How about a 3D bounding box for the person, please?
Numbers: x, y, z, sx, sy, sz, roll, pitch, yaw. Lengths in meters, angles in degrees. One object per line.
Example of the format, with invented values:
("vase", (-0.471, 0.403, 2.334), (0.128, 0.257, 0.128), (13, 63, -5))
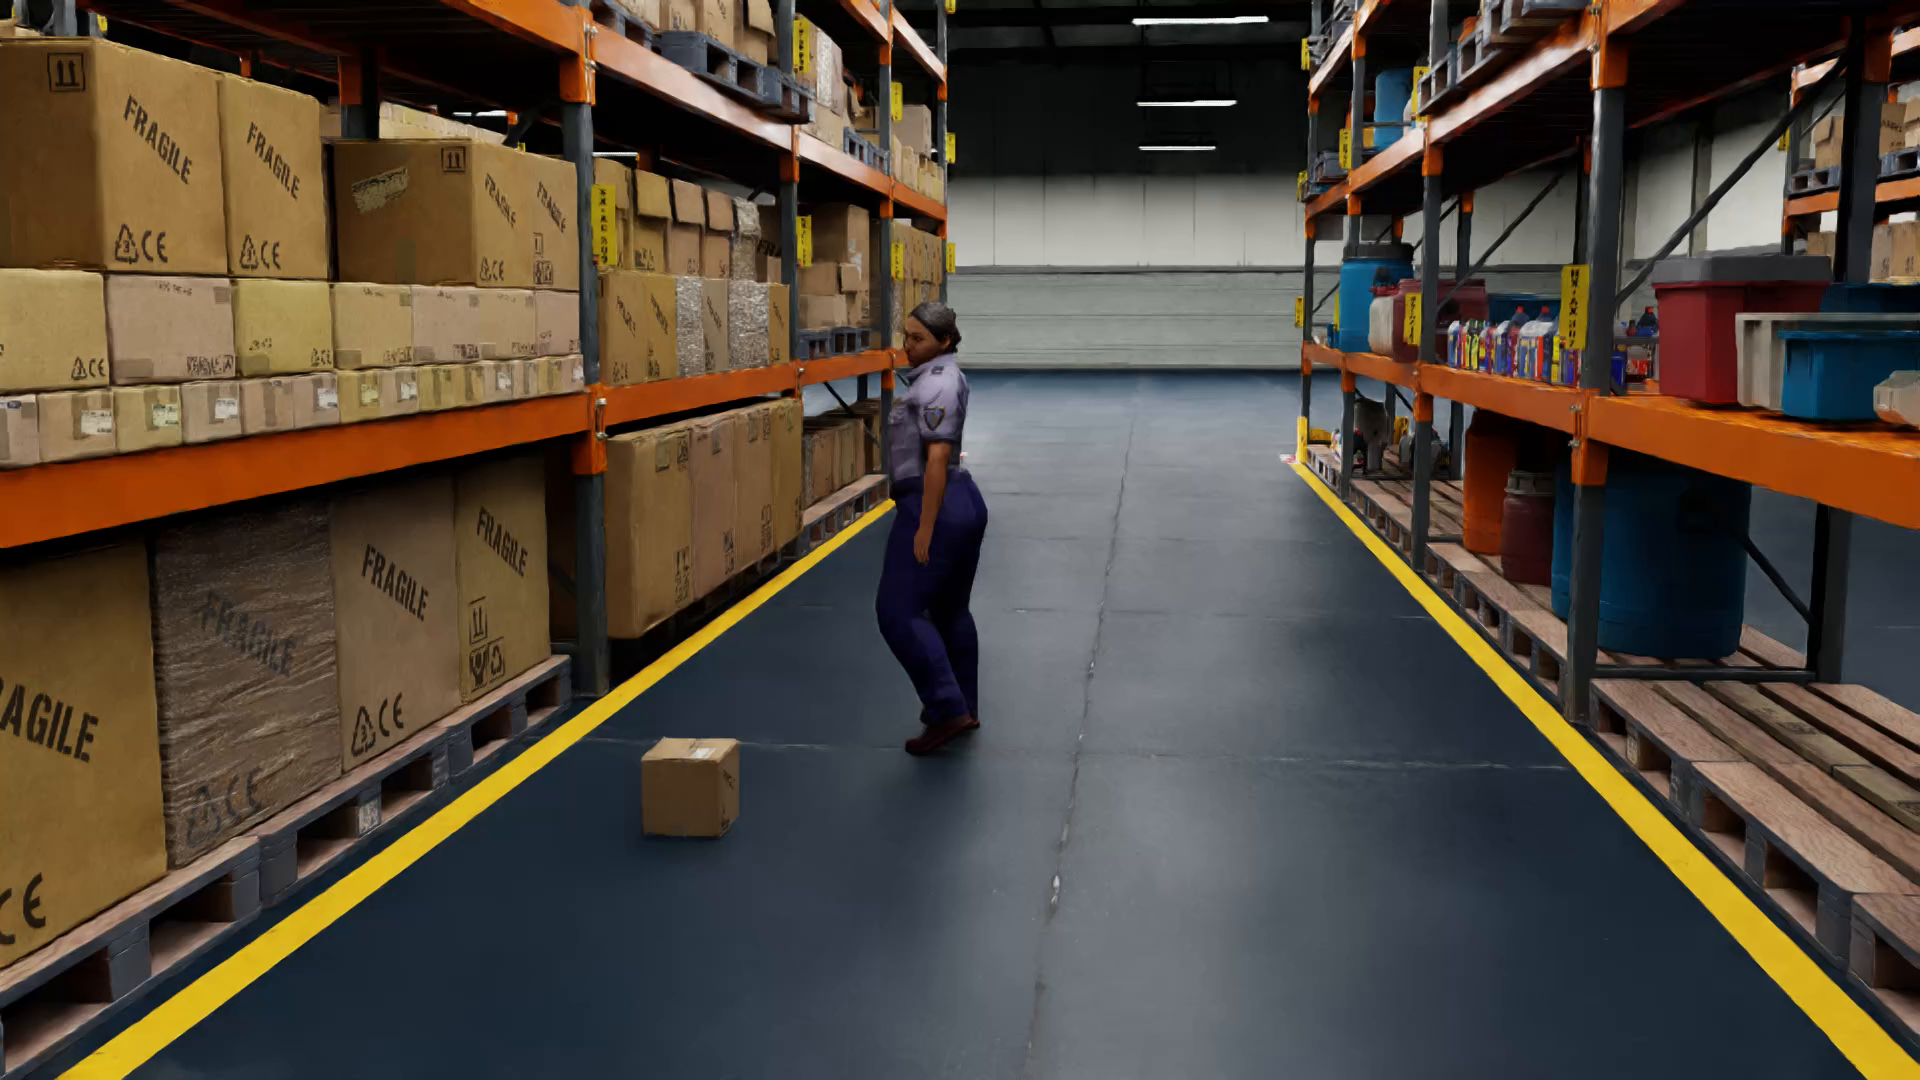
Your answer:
("person", (-0.080, -0.058, 6.237), (0.371, 1.665, 0.575), (2, 8, 13))
